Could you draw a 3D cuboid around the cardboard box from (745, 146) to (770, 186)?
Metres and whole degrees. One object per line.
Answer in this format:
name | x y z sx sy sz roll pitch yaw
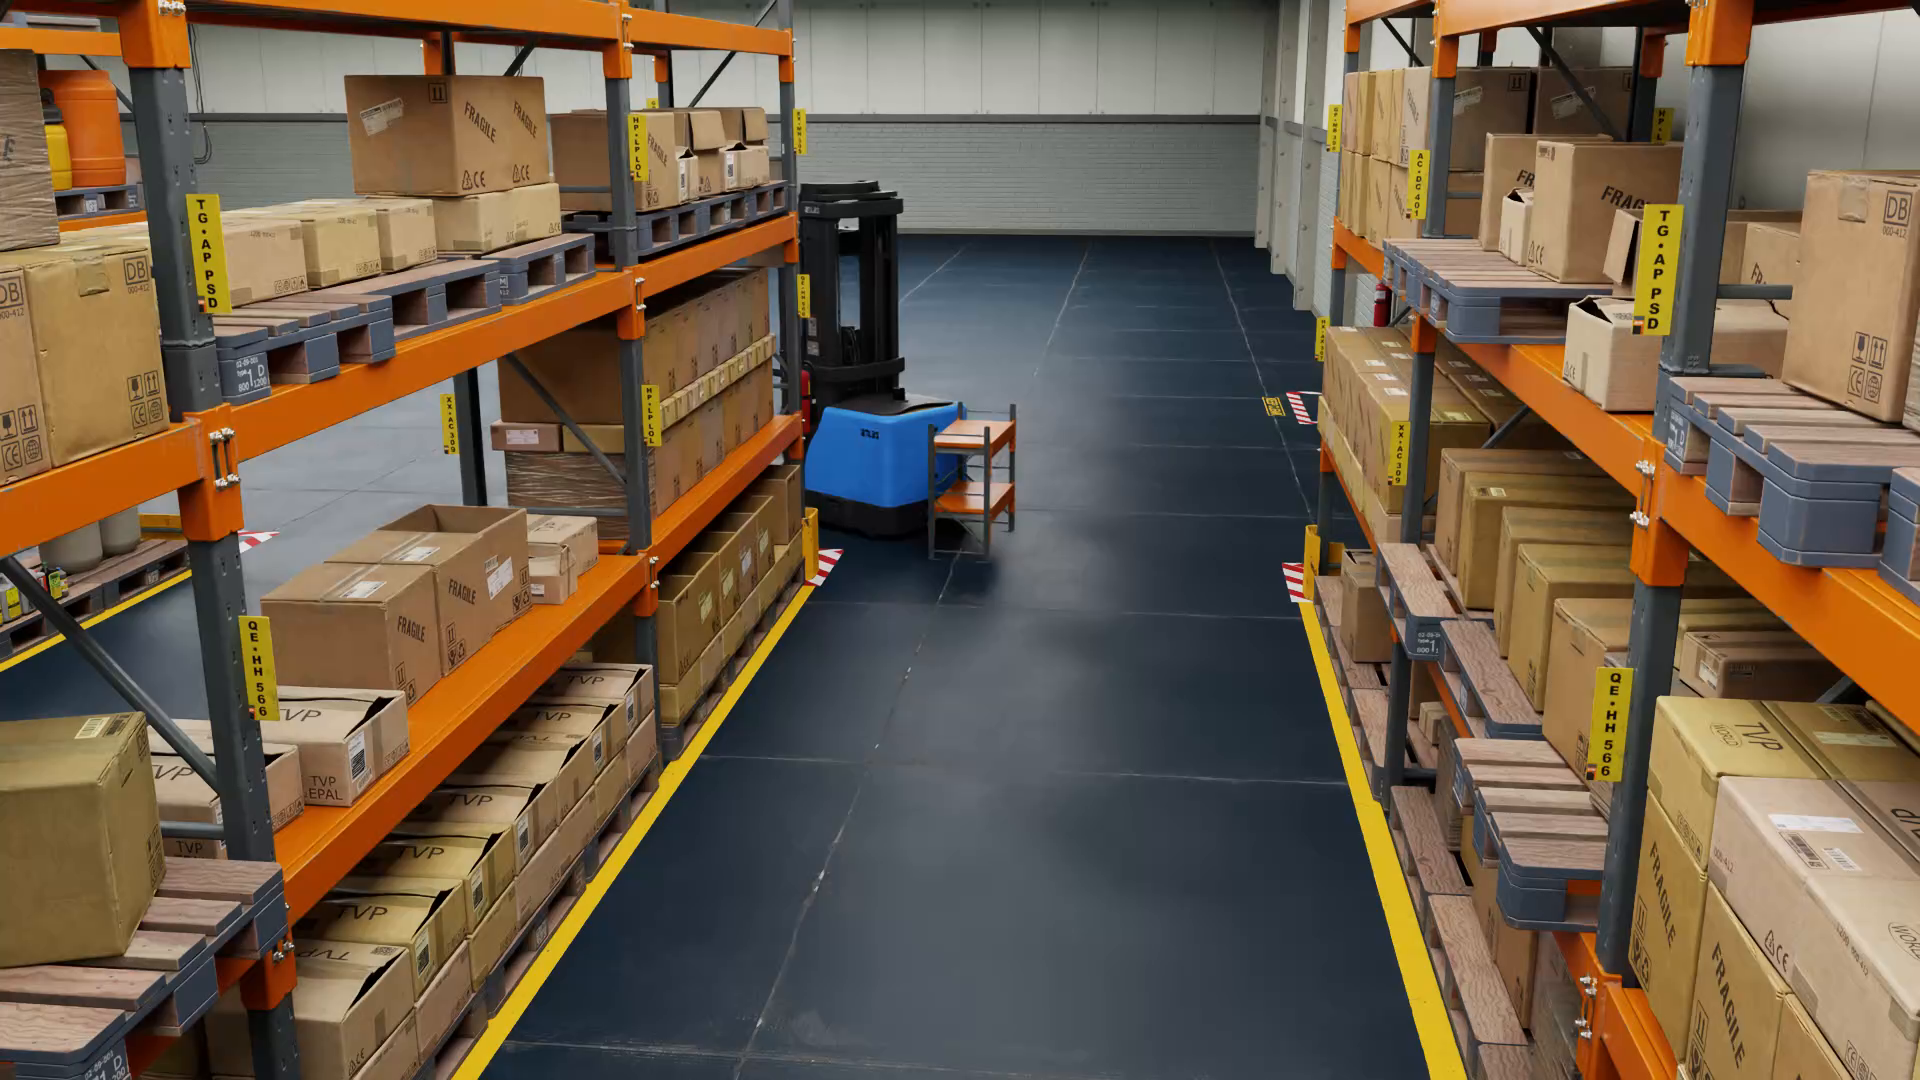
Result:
cardboard box | -1.587 -2.525 11.220 0.500 0.250 0.500 2 15 6

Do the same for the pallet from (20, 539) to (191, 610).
pallet | -6.700 0.246 12.849 1.003 0.211 1.213 2 15 6

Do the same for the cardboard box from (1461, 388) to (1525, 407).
cardboard box | 3.074 -0.552 9.269 0.500 0.500 0.500 2 15 6

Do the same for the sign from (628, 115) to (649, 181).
sign | -1.631 -1.984 8.412 0.100 0.325 0.005 2 15 6

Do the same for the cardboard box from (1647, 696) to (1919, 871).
cardboard box | 1.990 0.589 4.002 0.500 0.250 0.500 2 15 8

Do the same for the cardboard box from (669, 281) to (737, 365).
cardboard box | -1.901 -1.458 11.131 0.700 0.500 0.500 2 15 6

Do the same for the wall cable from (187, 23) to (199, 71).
wall cable | -19.596 -14.022 45.053 3.097 2.526 0.112 2 15 6

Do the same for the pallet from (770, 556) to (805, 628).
pallet | -1.764 0.360 12.425 1.003 0.211 1.213 2 15 6

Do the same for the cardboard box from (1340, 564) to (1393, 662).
cardboard box | 2.839 0.467 10.633 0.700 0.500 0.500 1 15 3

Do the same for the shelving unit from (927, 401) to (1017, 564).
shelving unit | 0.109 -0.497 13.844 0.538 1.125 1.048 4 16 13

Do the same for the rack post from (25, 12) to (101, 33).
rack post | -6.852 -3.794 11.913 0.937 0.300 0.954 3 15 12

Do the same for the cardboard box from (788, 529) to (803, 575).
cardboard box | -1.486 0.087 12.556 0.500 0.250 0.500 2 15 6

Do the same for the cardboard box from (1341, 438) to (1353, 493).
cardboard box | 2.665 -0.462 10.374 0.500 0.250 0.500 2 15 7

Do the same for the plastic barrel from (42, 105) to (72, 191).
plastic barrel | -6.643 -2.774 11.764 0.600 0.588 0.600 0 15 0

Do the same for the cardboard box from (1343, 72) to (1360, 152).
cardboard box | 2.811 -2.807 10.906 0.500 0.500 0.500 2 15 6

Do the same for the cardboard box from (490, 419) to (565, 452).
cardboard box | -2.353 -0.586 9.148 0.380 0.149 0.250 2 15 6

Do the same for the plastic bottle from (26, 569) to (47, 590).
plastic bottle | -6.468 0.324 11.592 0.152 0.276 0.135 2 15 7

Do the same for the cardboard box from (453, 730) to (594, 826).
cardboard box | -2.043 1.084 7.795 0.500 0.311 0.500 2 15 6

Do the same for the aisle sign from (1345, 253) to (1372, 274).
aisle sign | 2.913 -2.323 12.025 0.394 0.787 0.004 2 15 6

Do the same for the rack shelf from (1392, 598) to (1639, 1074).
rack shelf | 2.526 0.863 6.602 1.077 0.370 4.000 2 15 6

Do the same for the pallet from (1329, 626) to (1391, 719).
pallet | 2.927 0.851 10.612 1.003 0.211 1.213 2 15 6

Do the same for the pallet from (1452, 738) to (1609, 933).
pallet | 2.275 0.939 5.310 1.213 0.211 1.003 2 15 6

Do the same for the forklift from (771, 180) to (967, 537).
forklift | -1.342 -1.742 14.991 3.031 2.935 1.130 14 20 41

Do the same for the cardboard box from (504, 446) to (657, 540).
cardboard box | -2.127 -0.311 9.375 0.700 0.500 0.500 1 15 5

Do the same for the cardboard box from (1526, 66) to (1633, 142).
cardboard box | 3.091 -2.110 8.327 0.500 0.500 0.500 2 15 7

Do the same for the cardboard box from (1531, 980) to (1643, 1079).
cardboard box | 2.330 1.841 5.555 0.700 0.500 0.500 2 15 7

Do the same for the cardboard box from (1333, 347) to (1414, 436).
cardboard box | 2.720 -0.963 10.789 0.500 0.500 0.500 1 15 4

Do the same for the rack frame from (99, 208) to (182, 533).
rack frame | -6.641 -1.332 13.342 1.000 3.000 0.127 2 15 6

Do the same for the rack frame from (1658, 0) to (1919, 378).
rack frame | 2.300 -1.861 3.806 1.000 3.000 0.127 2 15 6

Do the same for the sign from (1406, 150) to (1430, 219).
sign | 2.212 -1.714 8.019 0.100 0.325 0.005 2 15 6

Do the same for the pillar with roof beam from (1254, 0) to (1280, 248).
pillar with roof beam | 3.091 -11.637 39.958 9.100 9.000 0.400 2 15 6

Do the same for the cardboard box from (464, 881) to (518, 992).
cardboard box | -2.163 1.622 6.881 0.500 0.250 0.500 1 15 5

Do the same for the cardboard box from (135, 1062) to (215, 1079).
cardboard box | -2.805 1.871 5.961 0.500 0.250 0.500 2 15 8

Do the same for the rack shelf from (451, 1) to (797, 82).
rack shelf | -1.945 -3.022 10.243 1.077 0.370 4.000 2 15 6

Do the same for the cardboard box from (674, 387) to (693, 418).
cardboard box | -1.834 -0.838 10.081 0.380 0.149 0.250 1 15 4

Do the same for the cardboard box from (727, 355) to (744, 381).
cardboard box | -1.690 -1.174 11.324 0.380 0.149 0.250 2 15 8

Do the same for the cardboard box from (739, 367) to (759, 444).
cardboard box | -1.839 -0.976 11.835 0.700 0.500 0.500 2 15 8

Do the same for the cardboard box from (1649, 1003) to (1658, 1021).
cardboard box | 2.033 1.225 4.329 0.380 0.149 0.250 1 15 5

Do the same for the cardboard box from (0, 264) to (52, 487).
cardboard box | -2.695 -0.360 3.809 0.910 0.500 0.500 2 15 6

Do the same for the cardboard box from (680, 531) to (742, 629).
cardboard box | -1.695 0.244 10.538 0.500 0.500 0.500 2 15 6

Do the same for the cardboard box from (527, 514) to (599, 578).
cardboard box | -2.183 0.054 8.505 0.500 0.250 0.500 3 15 10

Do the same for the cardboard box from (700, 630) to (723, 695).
cardboard box | -1.756 0.736 10.157 0.500 0.250 0.500 2 15 6

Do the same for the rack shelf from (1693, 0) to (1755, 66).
rack shelf | 2.075 -0.802 2.034 1.077 0.370 4.000 2 15 6

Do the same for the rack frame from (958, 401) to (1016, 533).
rack frame | 0.225 -0.626 14.322 0.500 1.125 0.032 4 16 13

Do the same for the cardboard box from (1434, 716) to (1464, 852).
cardboard box | 2.685 1.183 7.987 0.700 0.500 0.500 2 15 8

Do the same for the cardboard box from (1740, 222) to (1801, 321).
cardboard box | 2.610 -0.651 4.848 0.500 0.500 0.500 2 15 6

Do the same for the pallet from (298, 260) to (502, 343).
pallet | -2.511 -0.936 6.492 1.003 0.211 1.213 2 15 9

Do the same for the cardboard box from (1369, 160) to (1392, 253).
cardboard box | 2.658 -1.923 9.549 0.500 0.500 0.500 1 15 4

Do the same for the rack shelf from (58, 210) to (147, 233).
rack shelf | -6.866 -1.914 11.126 1.077 0.370 4.000 2 15 6

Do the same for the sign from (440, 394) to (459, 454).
sign | -2.722 -0.620 8.898 0.100 0.325 0.005 2 15 6

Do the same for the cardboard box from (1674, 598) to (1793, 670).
cardboard box | 2.331 0.287 5.079 0.380 0.149 0.250 -1 15 -3

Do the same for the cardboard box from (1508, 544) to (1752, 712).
cardboard box | 2.462 0.328 6.168 0.700 0.500 0.500 2 15 6

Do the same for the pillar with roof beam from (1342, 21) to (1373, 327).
pillar with roof beam | 1.060 -6.968 22.693 9.100 9.000 0.400 2 15 6

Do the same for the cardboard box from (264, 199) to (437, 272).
cardboard box | -2.447 -1.232 6.708 0.500 0.250 0.500 0 15 2

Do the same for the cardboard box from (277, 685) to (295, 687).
cardboard box | -2.534 0.679 6.388 0.380 0.149 0.250 3 15 10

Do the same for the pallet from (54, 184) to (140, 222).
pallet | -6.831 -2.477 12.192 1.003 0.211 1.213 2 15 6

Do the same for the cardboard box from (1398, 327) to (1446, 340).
cardboard box | 3.361 -1.211 11.707 0.500 0.500 0.500 2 15 6
